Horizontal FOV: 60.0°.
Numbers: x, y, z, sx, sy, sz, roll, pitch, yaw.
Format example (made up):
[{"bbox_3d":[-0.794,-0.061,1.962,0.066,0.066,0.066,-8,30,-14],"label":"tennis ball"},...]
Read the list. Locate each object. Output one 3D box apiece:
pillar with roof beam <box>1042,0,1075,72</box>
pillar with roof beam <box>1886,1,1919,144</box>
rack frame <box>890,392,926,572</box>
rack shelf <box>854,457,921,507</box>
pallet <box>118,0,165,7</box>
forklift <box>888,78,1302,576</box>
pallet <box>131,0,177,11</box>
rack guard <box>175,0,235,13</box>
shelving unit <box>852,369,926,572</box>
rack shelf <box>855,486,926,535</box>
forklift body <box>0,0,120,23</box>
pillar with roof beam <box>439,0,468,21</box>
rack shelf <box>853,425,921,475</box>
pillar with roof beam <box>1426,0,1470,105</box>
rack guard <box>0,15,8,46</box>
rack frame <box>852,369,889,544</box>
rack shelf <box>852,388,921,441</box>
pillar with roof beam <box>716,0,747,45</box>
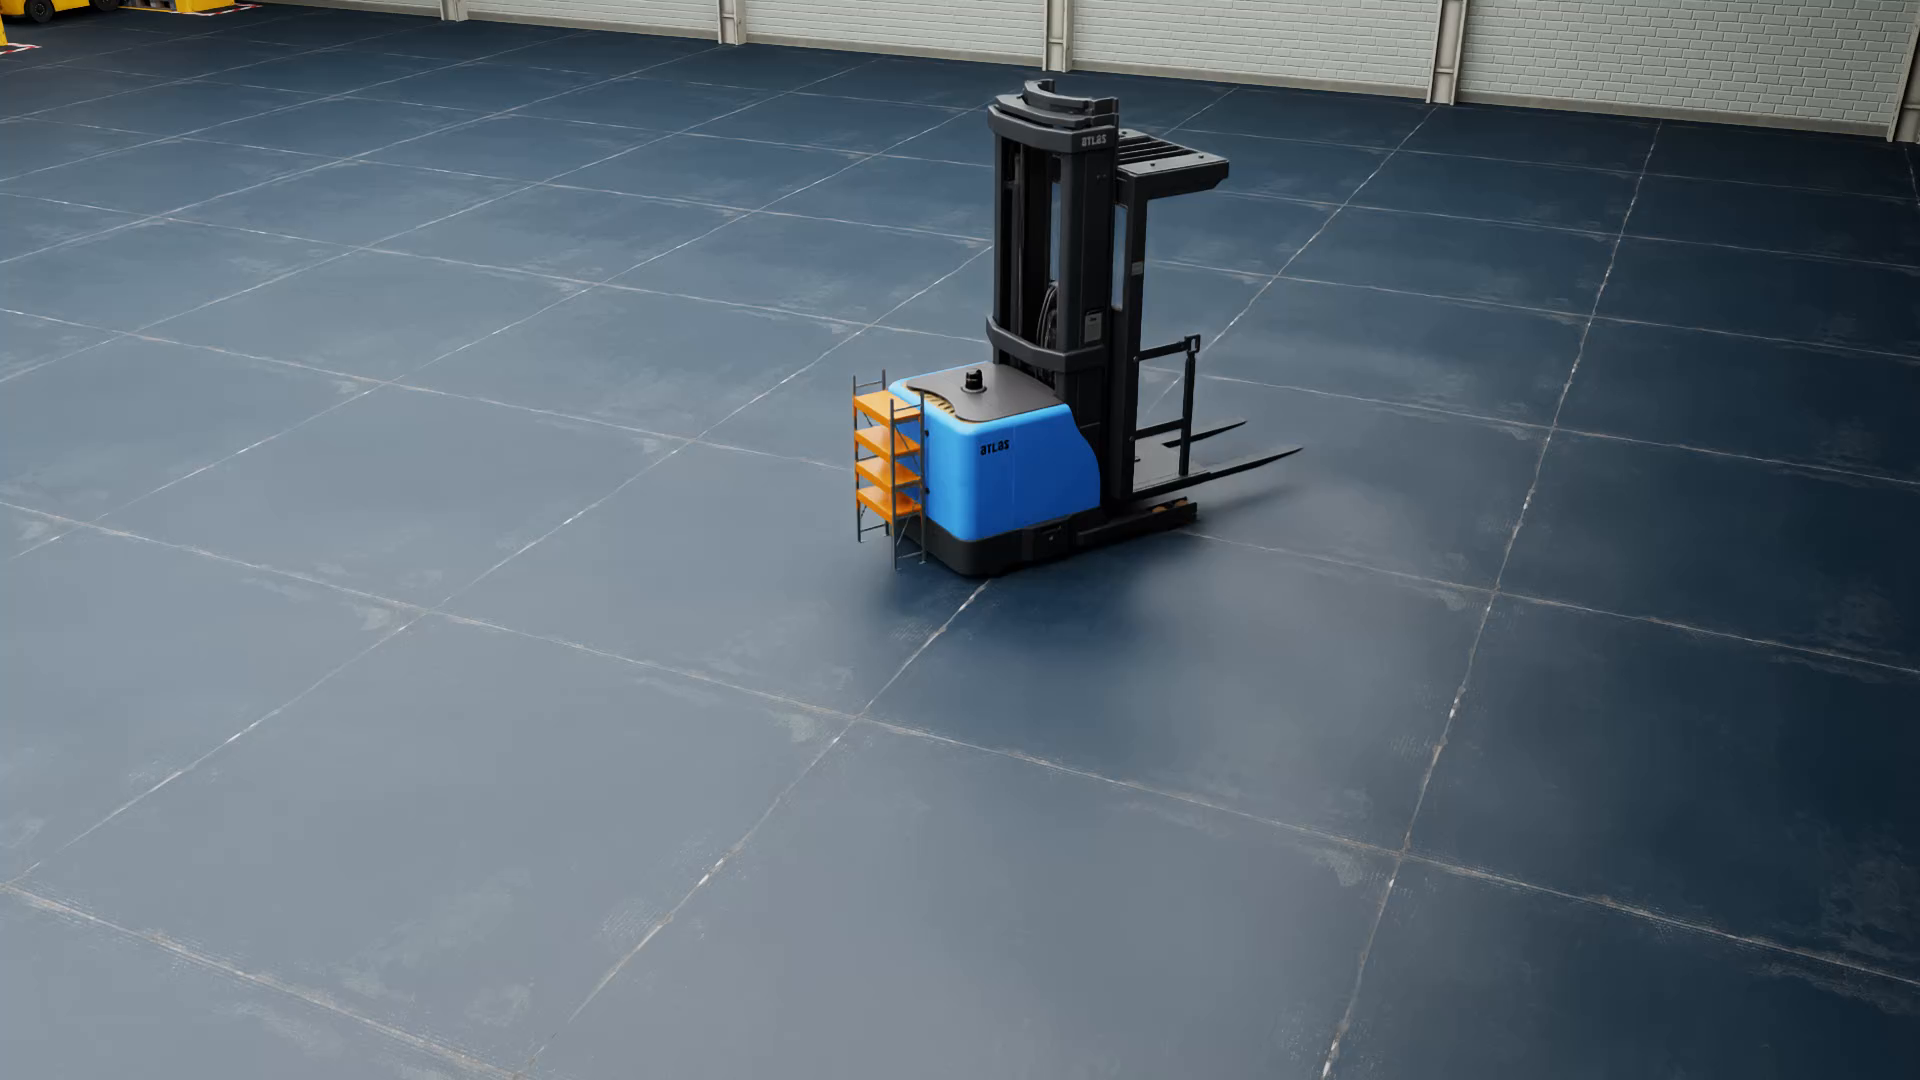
[{"bbox_3d":[-0.233,-9.782,20.930,0.400,9.000,9.100,11,28,22],"label":"pillar with roof beam"},{"bbox_3d":[10.691,-7.588,16.474,0.400,9.000,9.100,11,28,22],"label":"pillar with roof beam"},{"bbox_3d":[-0.330,-0.361,10.625,0.240,1.200,0.015,-16,30,-28],"label":"rack frame"},{"bbox_3d":[-0.459,-0.393,10.841,0.258,0.148,0.480,-16,30,-28],"label":"rack shelf"},{"bbox_3d":[-16.396,-10.718,32.781,1.213,0.211,1.003,11,28,22],"label":"pallet"},{"bbox_3d":[1.037,-1.558,11.097,3.031,2.935,1.130,-15,30,-28],"label":"forklift"},{"bbox_3d":[-15.289,-10.495,32.327,1.213,0.211,1.003,11,28,22],"label":"pallet"},{"bbox_3d":[-14.554,-10.497,32.004,0.348,0.500,1.175,11,28,22],"label":"rack guard"},{"bbox_3d":[-0.459,-0.453,10.811,0.258,1.200,0.503,-16,30,-28],"label":"shelving unit"},{"bbox_3d":[-0.459,-0.214,10.929,0.258,0.148,0.480,-16,30,-28],"label":"rack shelf"},{"bbox_3d":[-17.057,-10.855,30.863,1.214,2.155,2.313,11,28,22],"label":"forklift body"},{"bbox_3d":[-11.156,-11.976,25.386,0.400,9.000,9.100,11,28,22],"label":"pillar with roof beam"},{"bbox_3d":[-0.460,-0.593,10.742,0.258,0.148,0.480,-16,30,-28],"label":"rack shelf"},{"bbox_3d":[5.229,-8.685,18.702,0.400,9.000,9.100,11,28,22],"label":"pillar with roof beam"},{"bbox_3d":[-16.696,-8.519,27.986,0.348,0.500,1.175,11,28,22],"label":"rack guard"},{"bbox_3d":[-0.589,-0.544,10.997,0.240,1.200,0.015,-16,30,-28],"label":"rack frame"},{"bbox_3d":[-0.460,-0.805,10.637,0.258,0.148,0.480,-16,30,-28],"label":"rack shelf"},{"bbox_3d":[-5.695,-10.879,23.158,0.400,9.000,9.100,11,28,22],"label":"pillar with roof beam"}]
